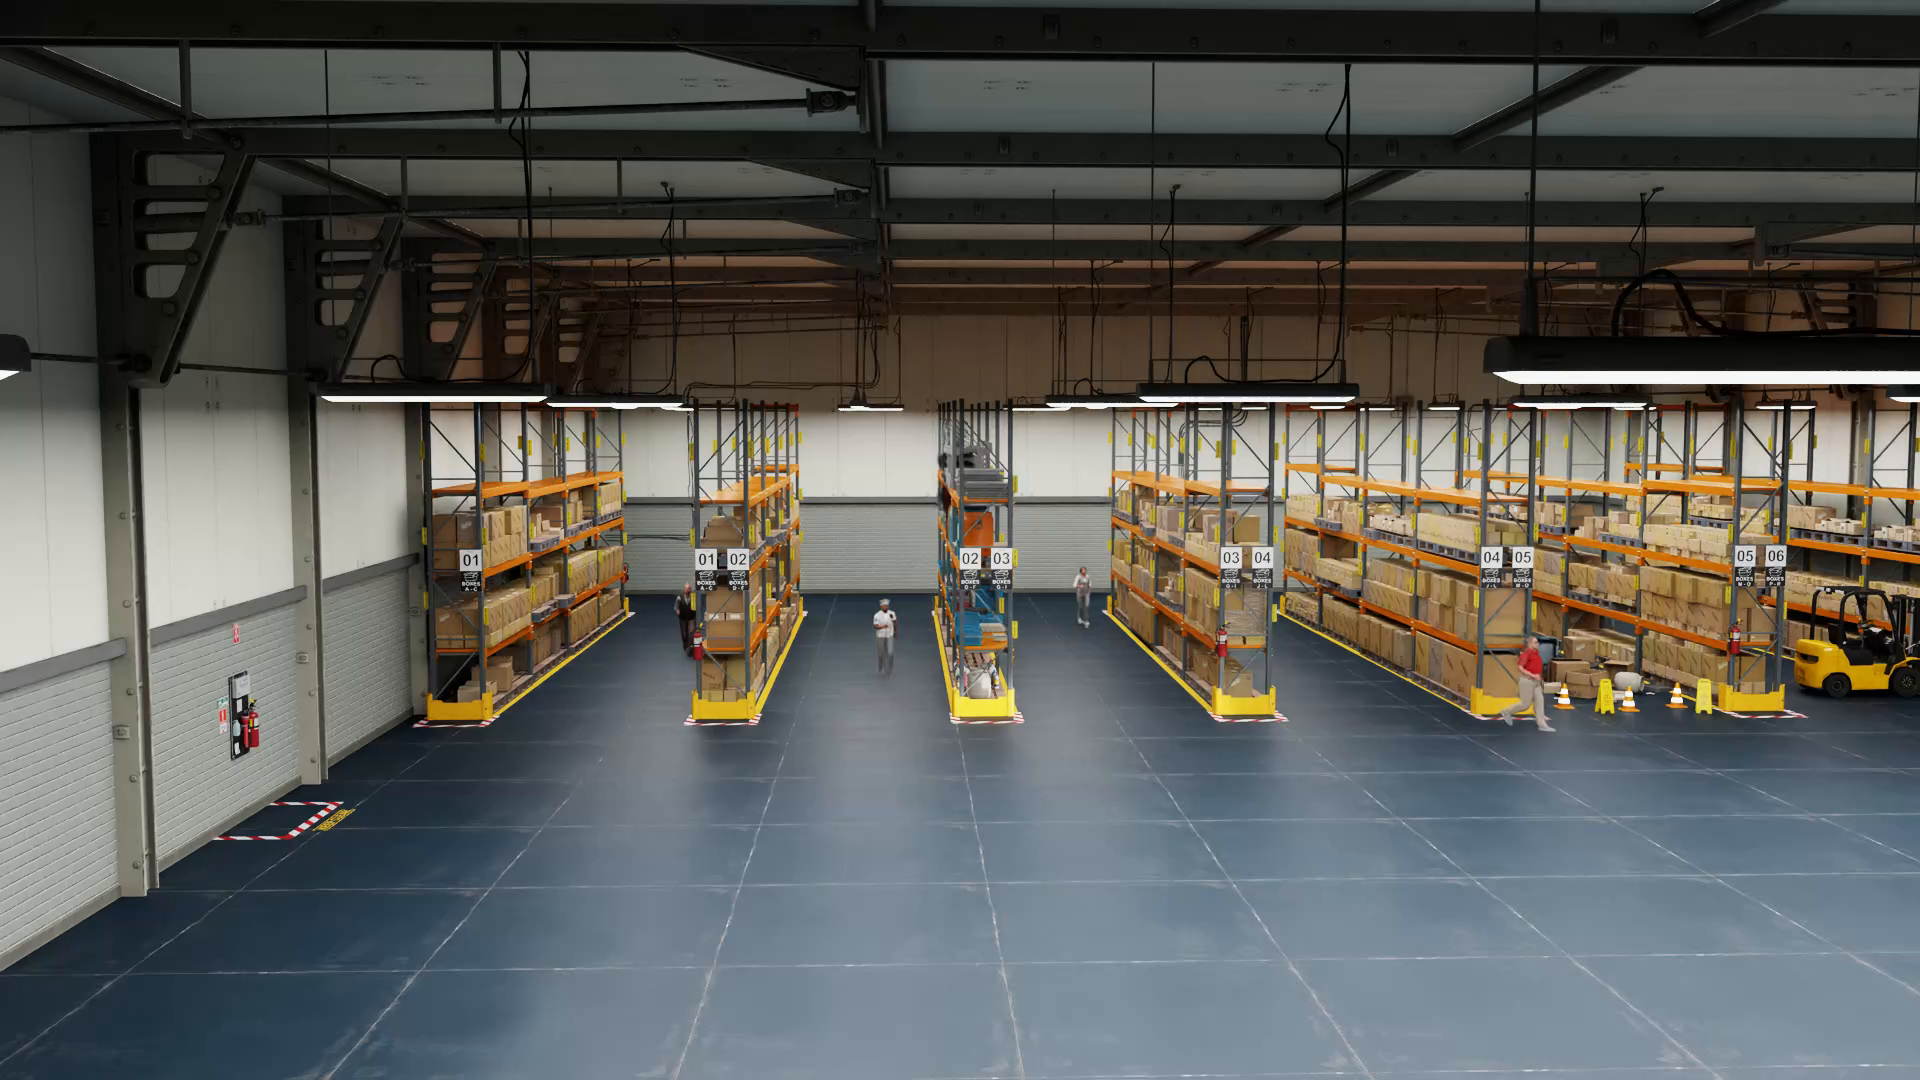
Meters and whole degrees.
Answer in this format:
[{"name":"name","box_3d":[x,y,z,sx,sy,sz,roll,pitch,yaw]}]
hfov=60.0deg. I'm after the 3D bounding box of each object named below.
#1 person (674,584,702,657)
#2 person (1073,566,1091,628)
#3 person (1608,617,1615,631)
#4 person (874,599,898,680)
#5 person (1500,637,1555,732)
[{"name":"person","box_3d":[-6.440,1.885,39.387,0.650,1.702,0.876,-1,4,-7]},{"name":"person","box_3d":[3.301,1.509,44.787,0.532,1.623,0.817,-1,4,-7]},{"name":"person","box_3d":[16.972,1.547,43.609,0.674,1.821,0.757,-1,4,-7]},{"name":"person","box_3d":[-1.607,2.158,36.065,0.538,1.779,0.786,-1,4,-7]},{"name":"person","box_3d":[10.245,2.579,29.904,0.993,1.702,0.666,4,6,45]}]
